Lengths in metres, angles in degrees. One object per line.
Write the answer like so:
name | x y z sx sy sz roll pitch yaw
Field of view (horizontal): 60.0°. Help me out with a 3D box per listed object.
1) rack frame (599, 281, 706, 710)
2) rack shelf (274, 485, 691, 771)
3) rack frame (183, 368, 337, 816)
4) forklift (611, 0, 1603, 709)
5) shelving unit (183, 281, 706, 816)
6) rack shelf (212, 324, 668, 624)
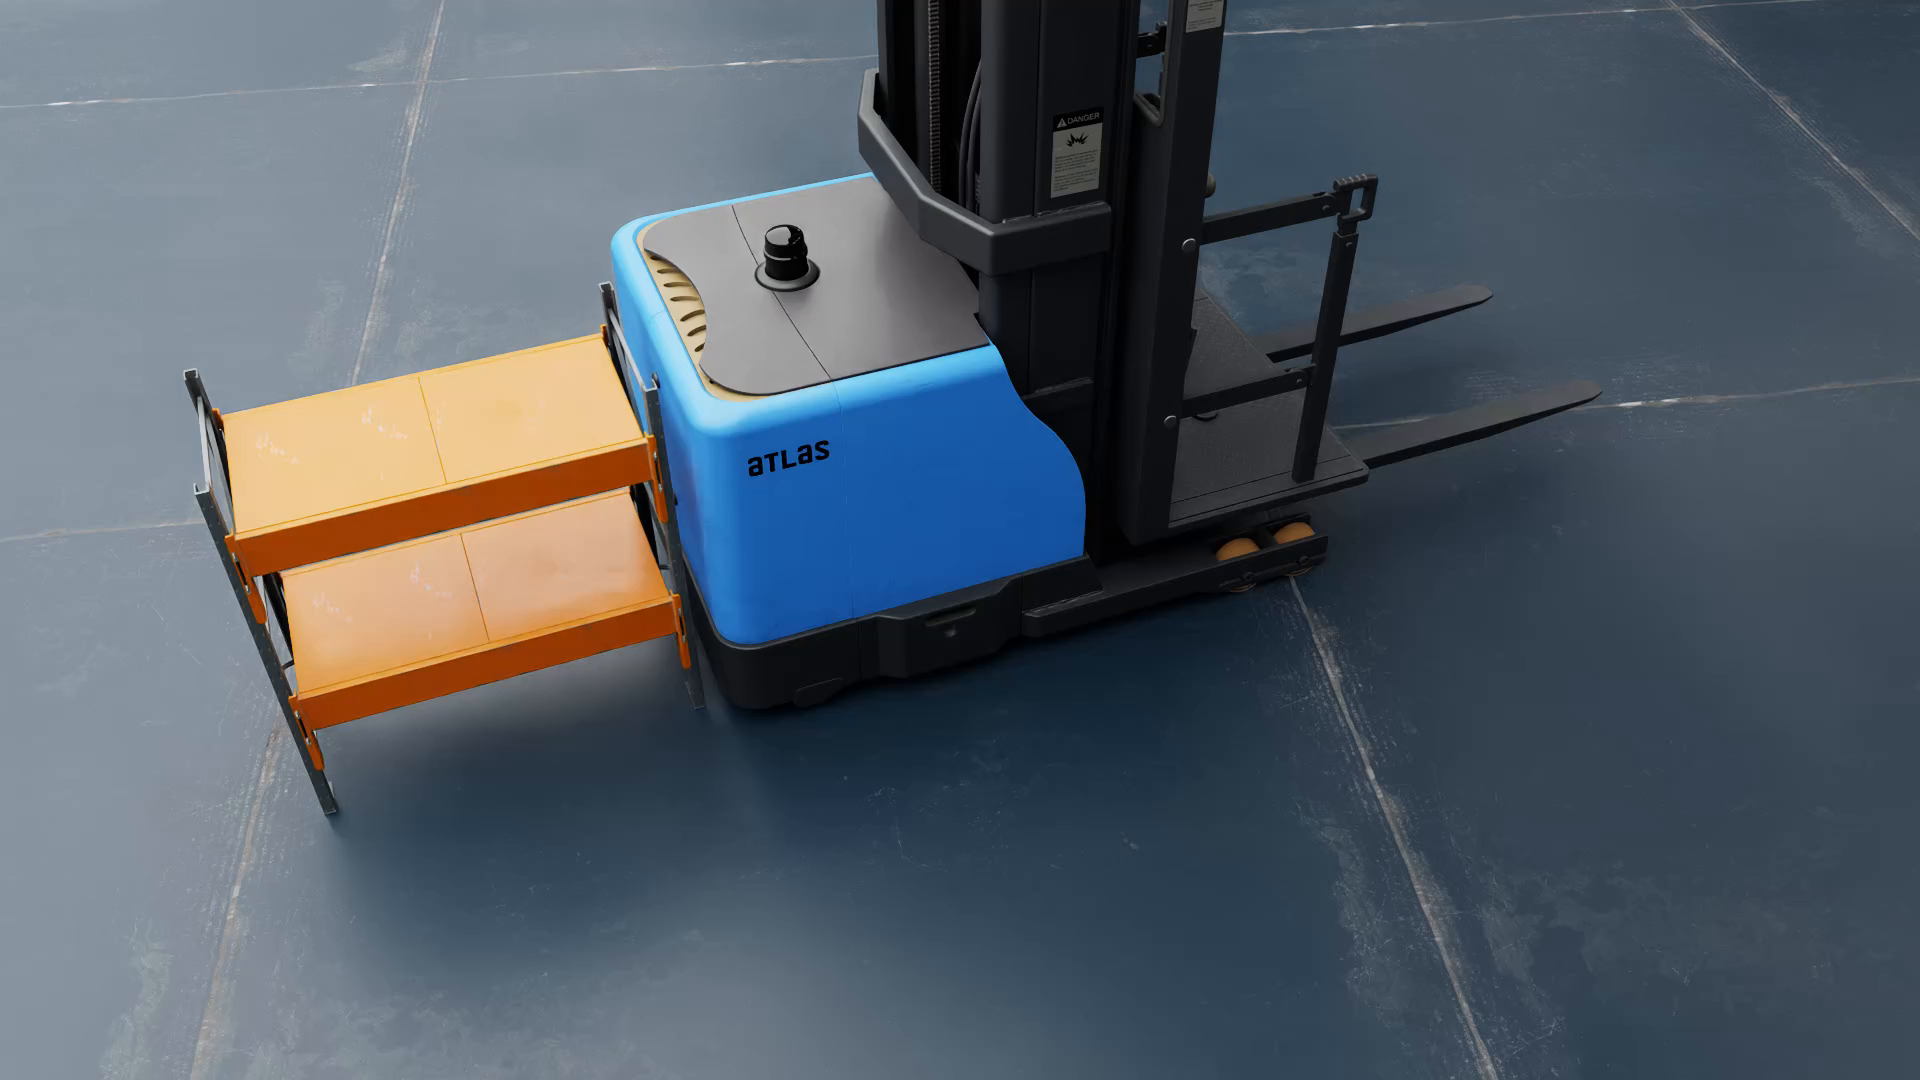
rack frame | -0.829 -0.095 4.515 0.032 1.125 0.500 -15 44 -16
rack shelf | -1.301 0.214 4.539 1.000 0.278 0.538 -15 44 -16
rack frame | -1.773 0.159 4.234 0.032 1.125 0.500 -15 44 -16
forklift | 0.583 -1.244 4.440 3.031 2.935 1.130 -15 44 -16
shelving unit | -1.301 0.032 4.375 1.048 1.125 0.538 -15 44 -16
rack shelf | -1.301 -0.185 4.179 1.000 0.278 0.538 -15 44 -16
